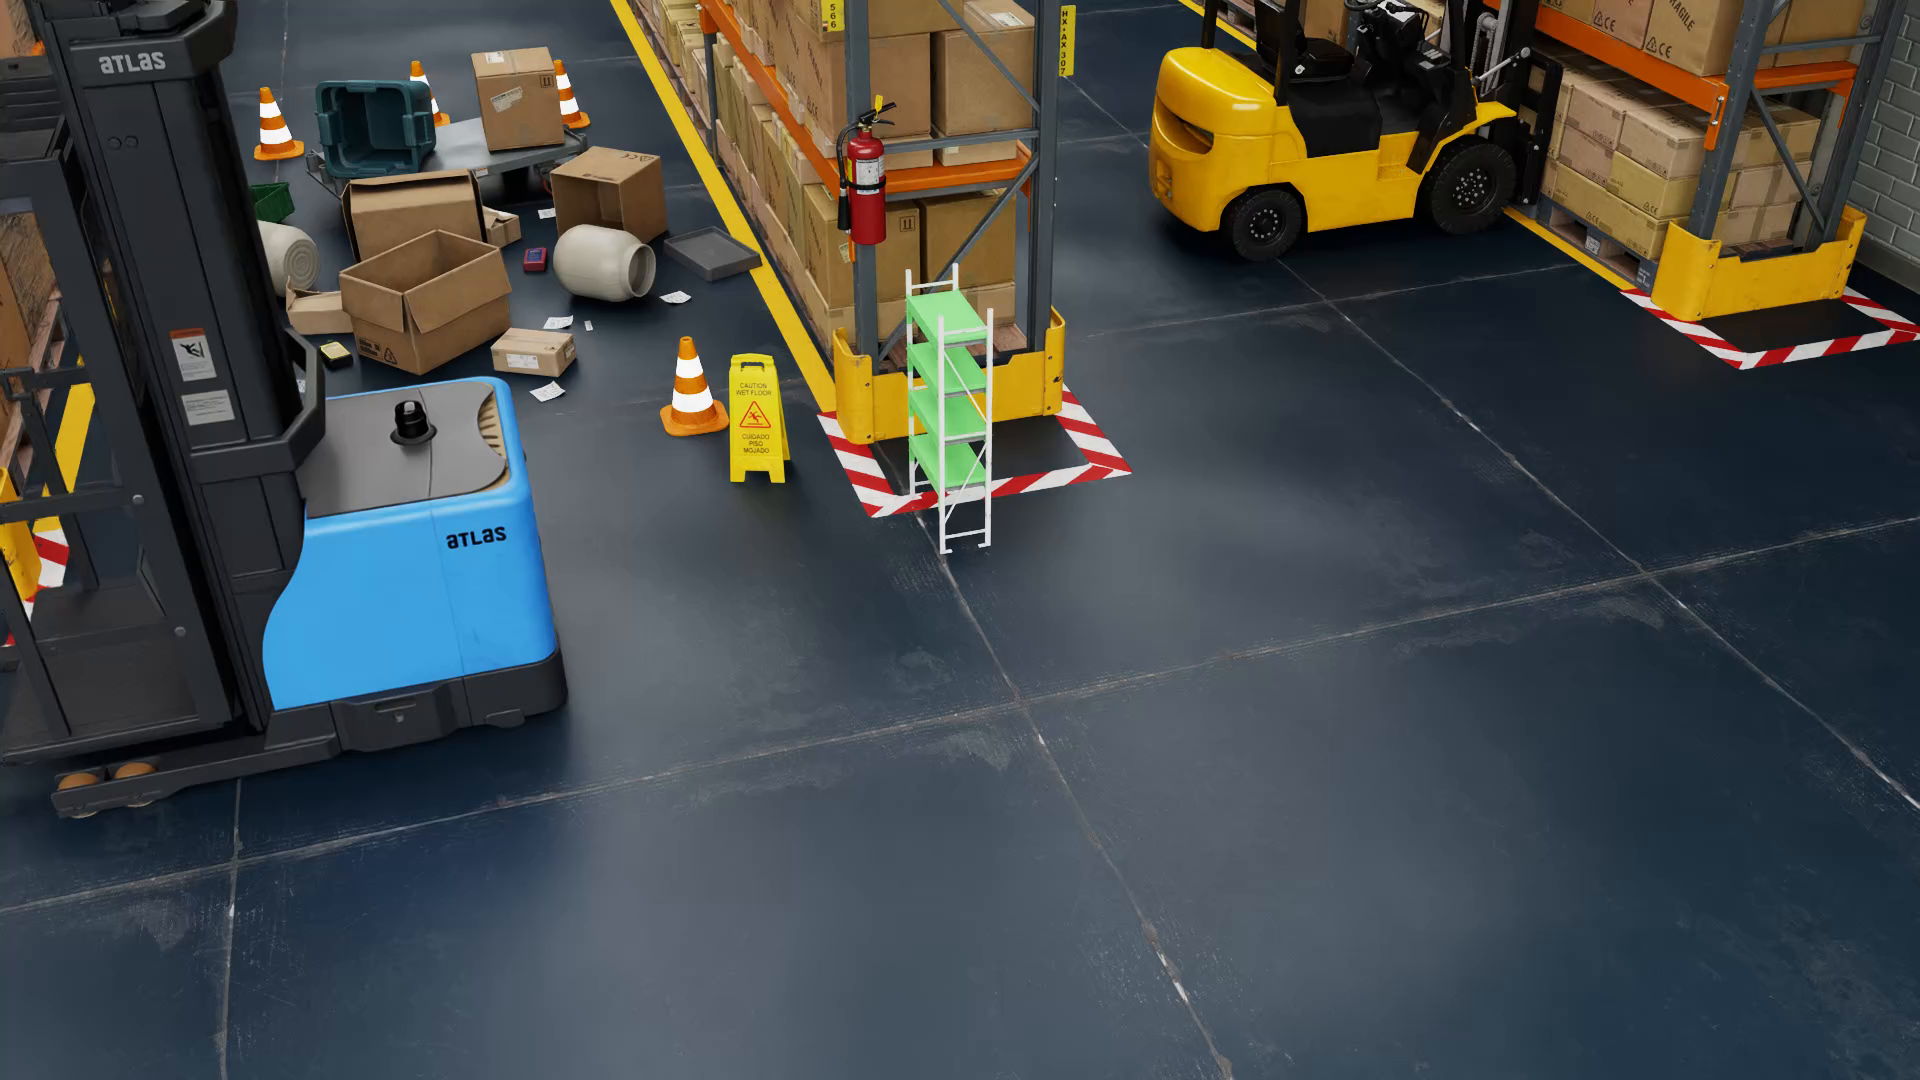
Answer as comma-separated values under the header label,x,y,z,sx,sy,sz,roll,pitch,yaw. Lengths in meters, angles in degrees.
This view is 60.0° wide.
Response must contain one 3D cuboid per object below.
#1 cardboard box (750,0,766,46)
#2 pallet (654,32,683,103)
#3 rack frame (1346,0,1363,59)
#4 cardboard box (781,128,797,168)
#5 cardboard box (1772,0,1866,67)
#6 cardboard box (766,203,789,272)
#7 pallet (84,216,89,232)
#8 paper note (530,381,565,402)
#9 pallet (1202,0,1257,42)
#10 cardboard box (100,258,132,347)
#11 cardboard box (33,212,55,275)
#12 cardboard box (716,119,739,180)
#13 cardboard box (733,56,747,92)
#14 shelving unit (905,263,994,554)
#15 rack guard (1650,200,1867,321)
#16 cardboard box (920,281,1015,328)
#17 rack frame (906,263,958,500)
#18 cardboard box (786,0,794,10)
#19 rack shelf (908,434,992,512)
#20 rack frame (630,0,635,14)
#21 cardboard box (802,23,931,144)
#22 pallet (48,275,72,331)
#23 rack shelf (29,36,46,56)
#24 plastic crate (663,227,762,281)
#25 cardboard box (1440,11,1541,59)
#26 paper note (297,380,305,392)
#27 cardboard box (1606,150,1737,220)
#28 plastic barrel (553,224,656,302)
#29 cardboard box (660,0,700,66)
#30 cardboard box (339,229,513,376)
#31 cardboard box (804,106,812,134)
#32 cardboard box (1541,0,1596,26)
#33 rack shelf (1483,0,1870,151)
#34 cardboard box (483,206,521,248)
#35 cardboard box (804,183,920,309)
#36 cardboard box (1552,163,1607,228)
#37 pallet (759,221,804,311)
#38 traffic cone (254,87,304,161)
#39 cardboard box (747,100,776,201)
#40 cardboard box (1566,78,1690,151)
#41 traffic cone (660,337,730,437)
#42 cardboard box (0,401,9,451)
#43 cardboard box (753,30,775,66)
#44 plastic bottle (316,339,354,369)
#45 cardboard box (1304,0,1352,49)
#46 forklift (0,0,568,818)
label,x,y,z,sx,sy,sz,roll,pitch,yaw
cardboard box,-0.892,-3.078,9.327,0.500,0.500,0.500,-10,35,-14
pallet,-1.864,-3.865,13.407,1.003,0.211,1.213,-10,35,-15
rack frame,3.476,-4.814,12.315,1.000,3.000,0.127,-10,35,-15
cardboard box,-0.772,-2.180,9.173,0.380,0.149,0.250,-9,35,-14
cardboard box,4.810,-3.063,9.574,0.500,0.500,0.500,-9,34,-13
cardboard box,-0.848,-1.832,9.915,0.500,0.250,0.500,-11,35,-16
pallet,-6.240,-2.321,11.072,1.003,0.211,1.213,-10,35,-15
paper note,-2.214,-0.801,8.934,0.148,0.019,0.142,-23,40,-31
pallet,2.839,-4.673,14.630,1.003,0.211,1.213,-10,35,-15
cardboard box,-4.482,-1.408,9.425,0.500,0.500,0.500,-4,34,-6
cardboard box,-5.808,-2.039,9.661,0.875,0.875,0.875,-9,35,-14
cardboard box,-1.327,-2.651,11.154,0.500,0.250,0.500,-12,35,-17
cardboard box,-1.187,-2.889,10.246,0.380,0.149,0.250,-9,34,-13
shelving unit,-0.050,-0.587,7.551,0.258,1.200,0.503,-10,35,-15
rack guard,4.704,-1.659,9.807,1.175,0.500,0.348,-10,35,-15
cardboard box,-0.012,-1.376,9.224,0.500,0.250,0.500,-10,35,-15
rack frame,-0.125,-0.716,7.744,0.240,1.200,0.015,-10,35,-15
cardboard box,-0.541,-2.959,8.240,0.700,0.500,0.500,-10,35,-14
rack shelf,-0.050,-0.334,7.718,0.258,0.148,0.480,-10,35,-15
rack frame,-2.470,-6.078,14.227,1.000,3.000,0.127,-10,35,-15
cardboard box,-0.458,-2.282,8.122,0.500,0.500,0.500,-11,35,-16
pallet,-5.776,-1.517,9.854,1.003,0.211,1.213,-10,35,-15
rack shelf,-5.323,-1.742,8.318,1.077,0.370,4.000,-10,35,-15
plastic crate,-1.552,-1.797,10.398,0.402,0.080,0.583,-23,40,-31
cardboard box,3.634,-3.423,11.416,0.500,0.250,0.500,-9,34,-13
paper note,-3.562,-0.840,8.995,0.144,0.017,0.142,1,33,2
cardboard box,4.250,-2.154,9.949,0.500,0.250,0.500,-10,35,-15
plastic barrel,-2.101,-1.633,9.837,0.512,0.421,0.421,13,36,18
cardboard box,-1.848,-4.073,13.196,0.950,0.372,0.625,-9,34,-13
cardboard box,-2.976,-1.333,9.310,0.637,0.503,0.797,19,38,26
cardboard box,-0.588,-2.186,8.565,0.380,0.149,0.250,-11,35,-16
cardboard box,3.990,-3.513,10.255,0.500,0.500,0.500,-11,35,-16
rack shelf,4.086,-3.464,10.924,1.077,0.370,4.000,-10,35,-15
cardboard box,-3.045,-2.048,10.609,0.396,0.266,0.258,19,38,26
cardboard box,-0.522,-1.595,8.876,0.500,0.500,0.500,-10,35,-14
cardboard box,4.110,-2.199,10.470,0.500,0.250,0.500,-10,35,-15
pallet,-0.635,-1.826,10.322,1.003,0.211,1.213,-10,35,-15
traffic cone,-4.904,-2.992,11.858,0.336,0.463,0.334,-10,35,-15
cardboard box,-0.996,-2.412,10.112,0.500,0.500,0.500,-8,34,-12
cardboard box,4.098,-2.616,10.194,0.500,0.250,0.500,-9,35,-14
traffic cone,-1.389,-0.828,8.583,0.336,0.463,0.334,-10,35,-15
cardboard box,-4.983,-0.626,7.523,0.875,0.875,0.875,-10,35,-14
cardboard box,-0.974,-2.853,9.574,0.380,0.149,0.250,-10,35,-15
plastic bottle,-3.500,-1.042,9.272,0.133,0.061,0.283,-23,40,-31
cardboard box,3.306,-4.271,13.266,0.875,0.625,0.625,-8,34,-13
forklift,-3.150,-0.517,5.873,3.031,2.935,1.130,-10,35,-15
